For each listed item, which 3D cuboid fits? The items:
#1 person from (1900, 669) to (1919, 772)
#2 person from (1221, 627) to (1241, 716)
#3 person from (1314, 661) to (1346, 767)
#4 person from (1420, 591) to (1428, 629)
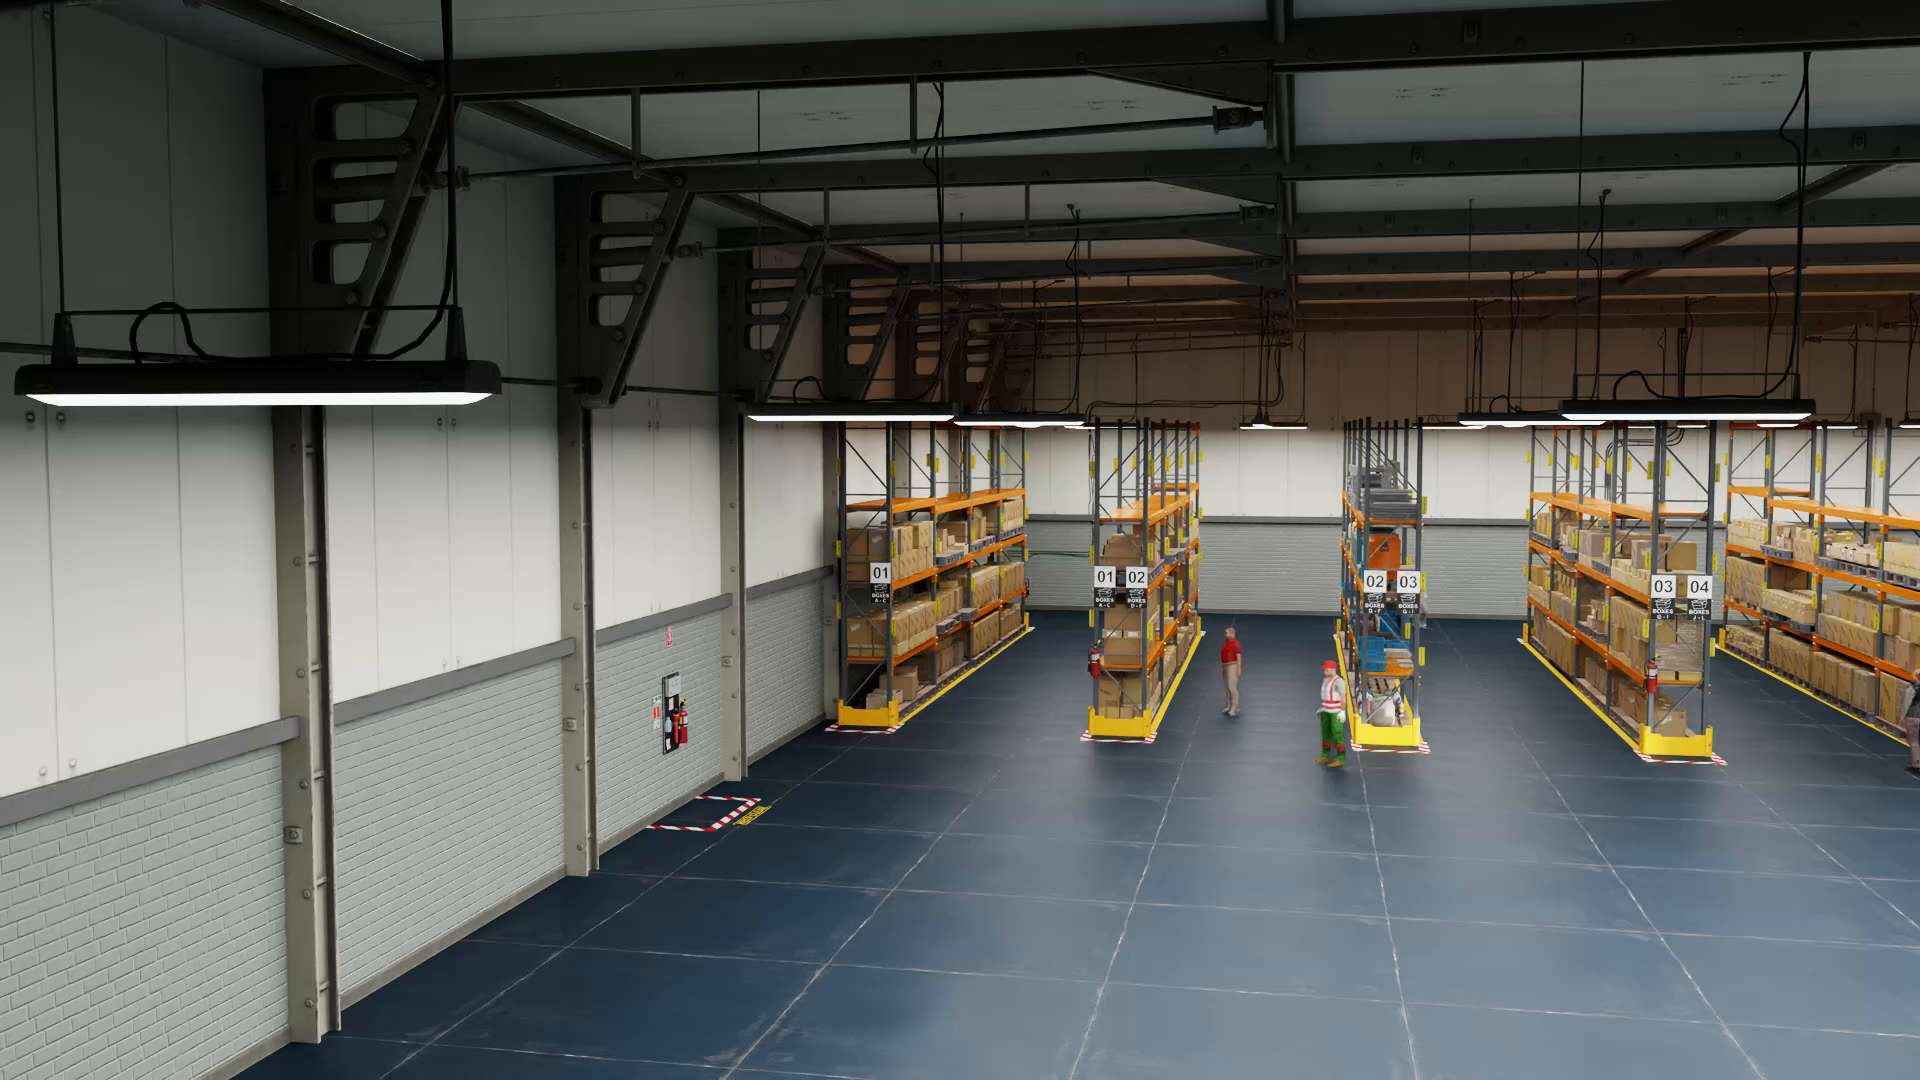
[{"bbox_3d":[16.190,3.056,28.038,0.568,1.772,0.518,1,4,16],"label":"person"},{"bbox_3d":[5.514,2.674,33.881,0.386,1.772,0.659,-1,4,-13],"label":"person"},{"bbox_3d":[6.351,2.965,28.632,0.401,1.788,0.625,-2,4,-26],"label":"person"},{"bbox_3d":[13.406,1.786,48.525,0.462,1.604,0.328,0,4,3],"label":"person"}]
